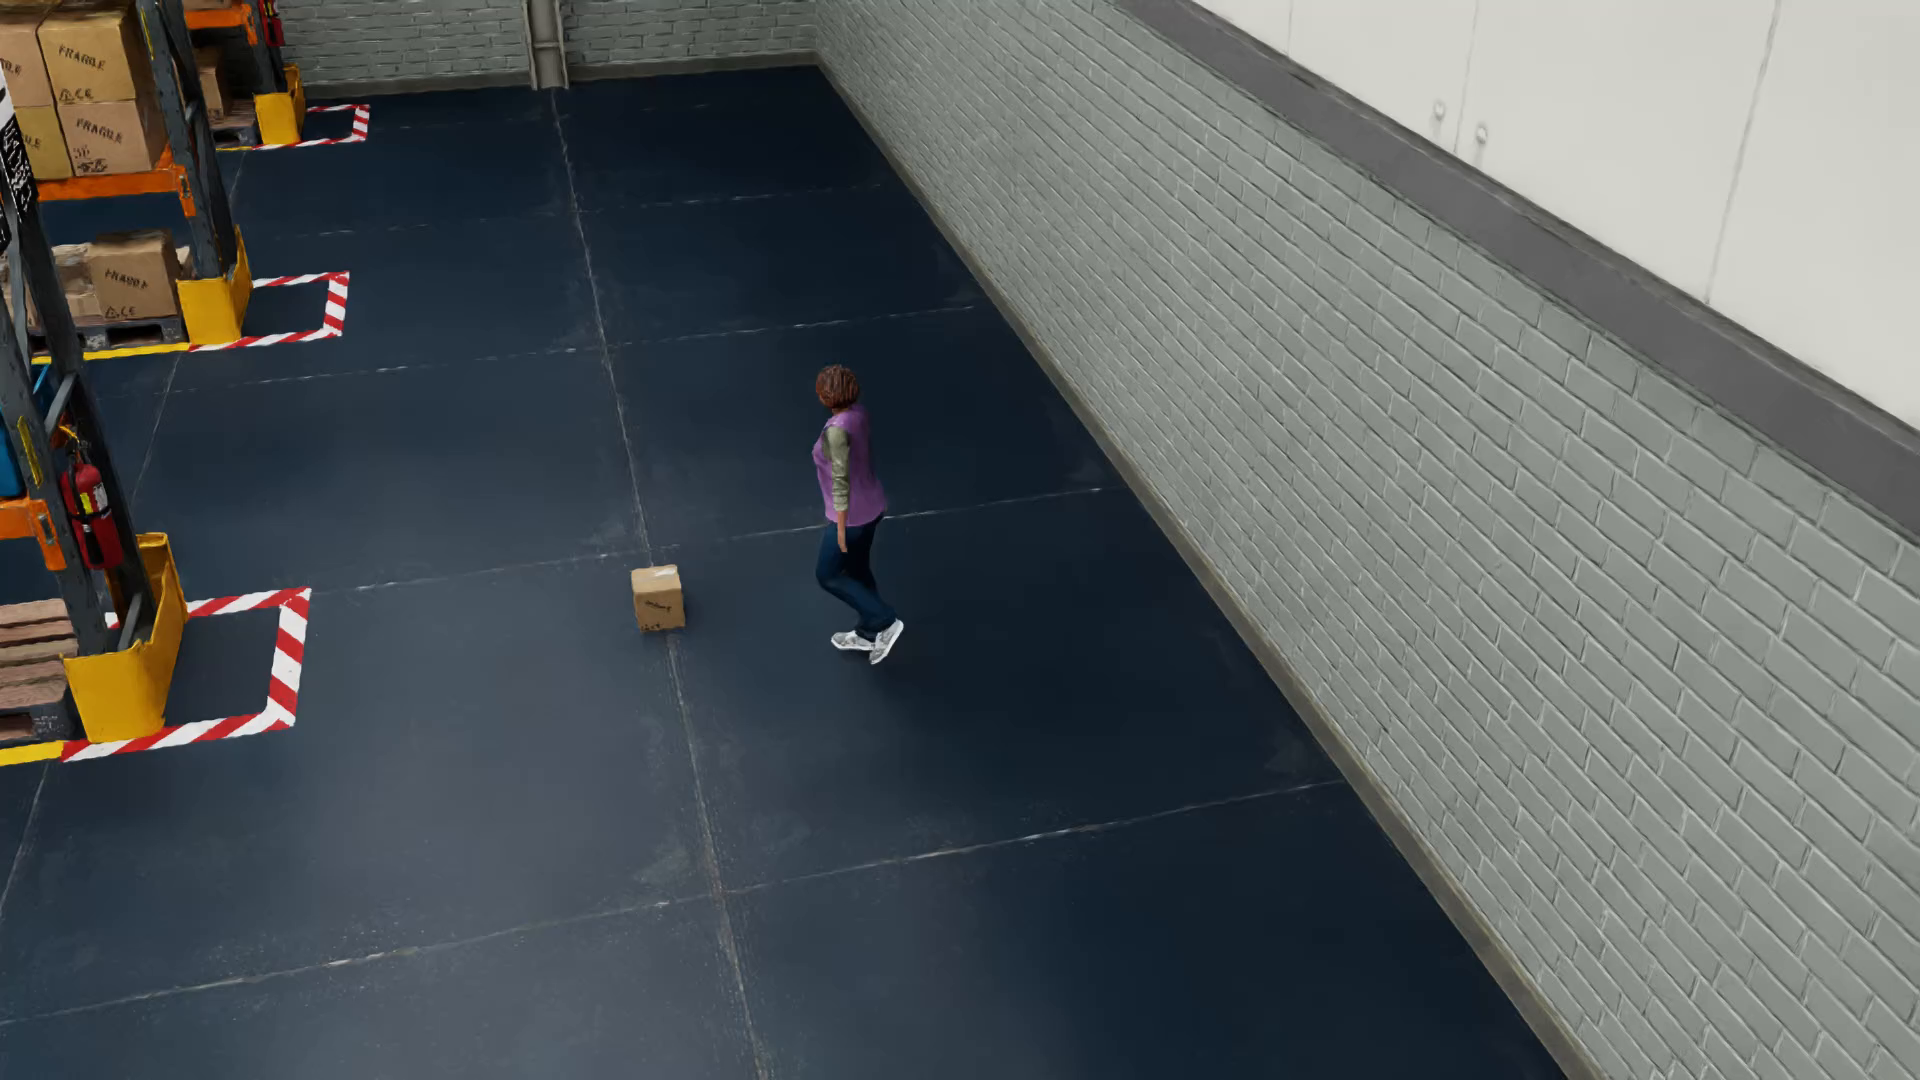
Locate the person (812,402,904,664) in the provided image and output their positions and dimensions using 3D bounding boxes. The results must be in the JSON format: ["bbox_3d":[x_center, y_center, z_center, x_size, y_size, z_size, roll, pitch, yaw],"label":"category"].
[{"bbox_3d":[-3.542,-3.089,11.851,9.048,3.169,7.105,9,32,15],"label":"person"}]
